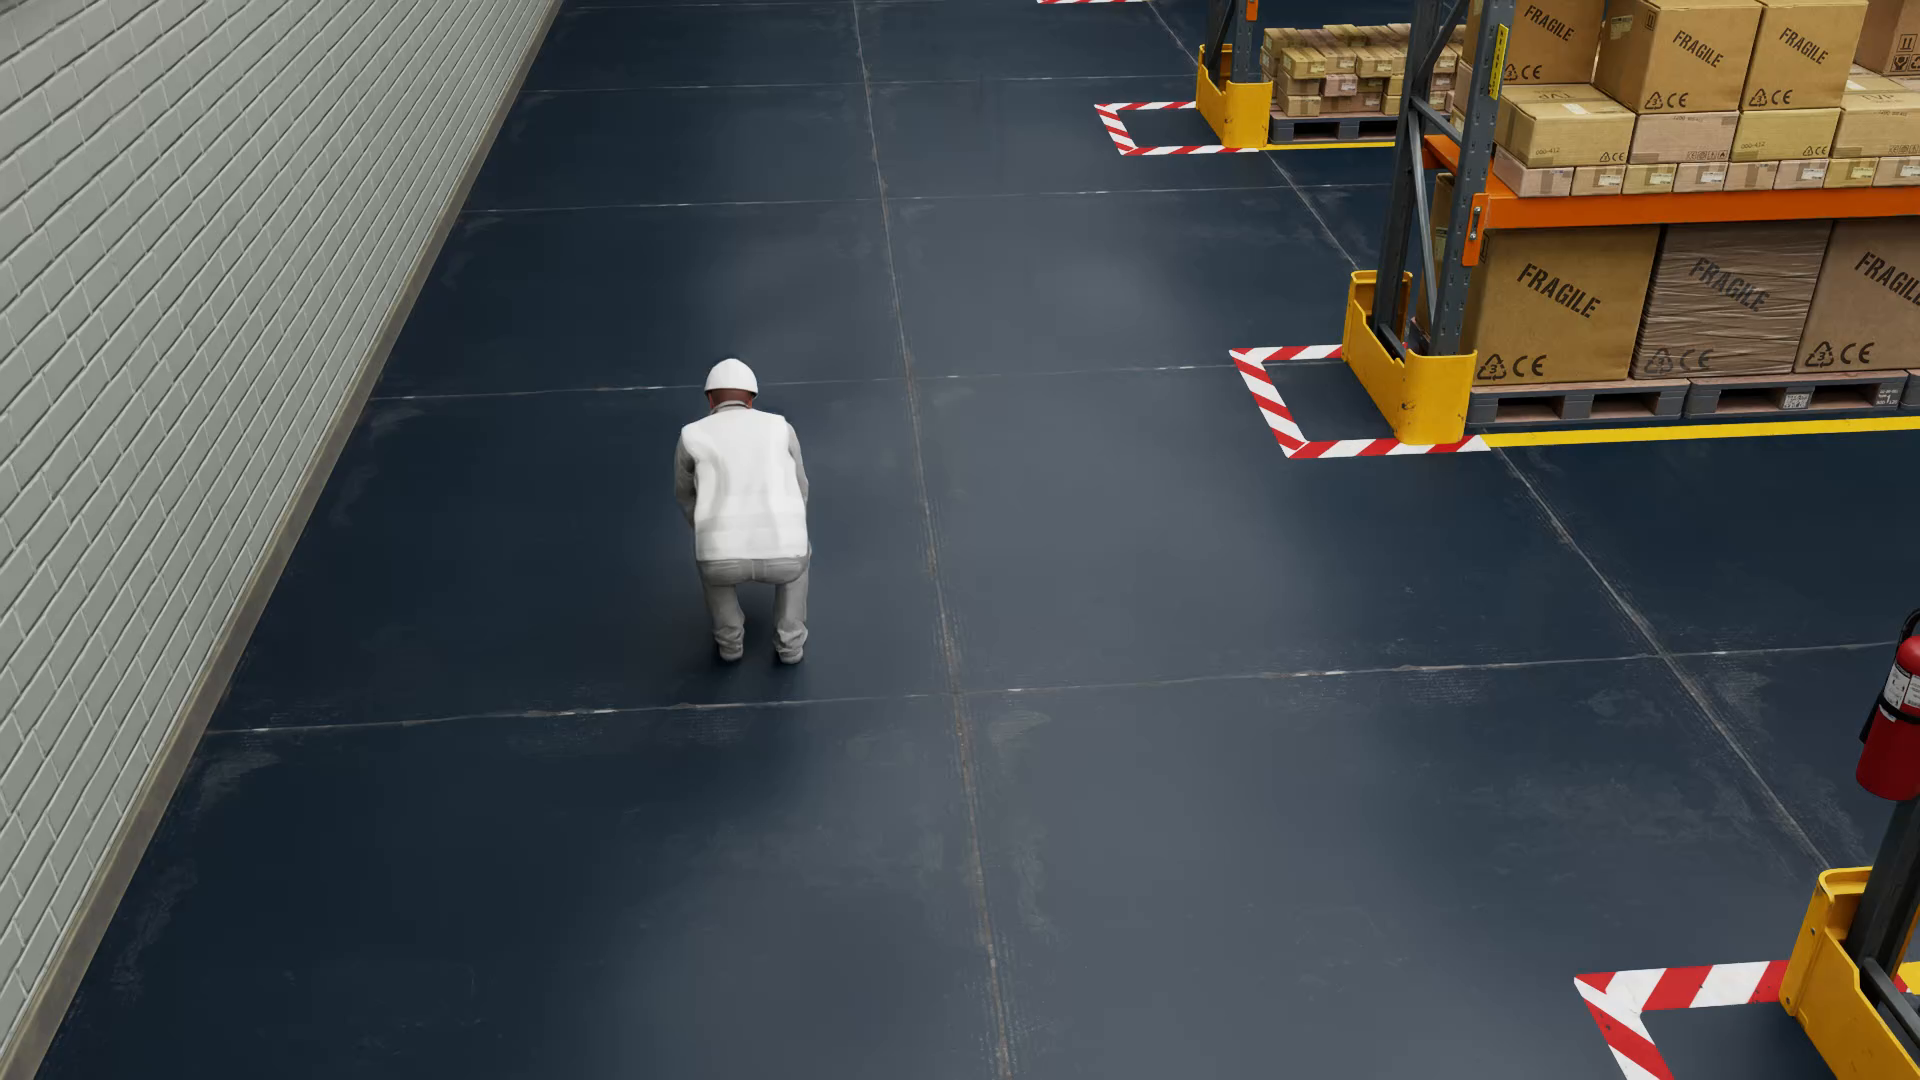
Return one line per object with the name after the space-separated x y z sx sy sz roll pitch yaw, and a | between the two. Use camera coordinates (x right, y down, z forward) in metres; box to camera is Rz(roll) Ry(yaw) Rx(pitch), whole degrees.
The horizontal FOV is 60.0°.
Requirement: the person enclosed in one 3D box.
-0.900 -0.083 6.860 0.560 1.147 0.861 -3 31 -5 | person
